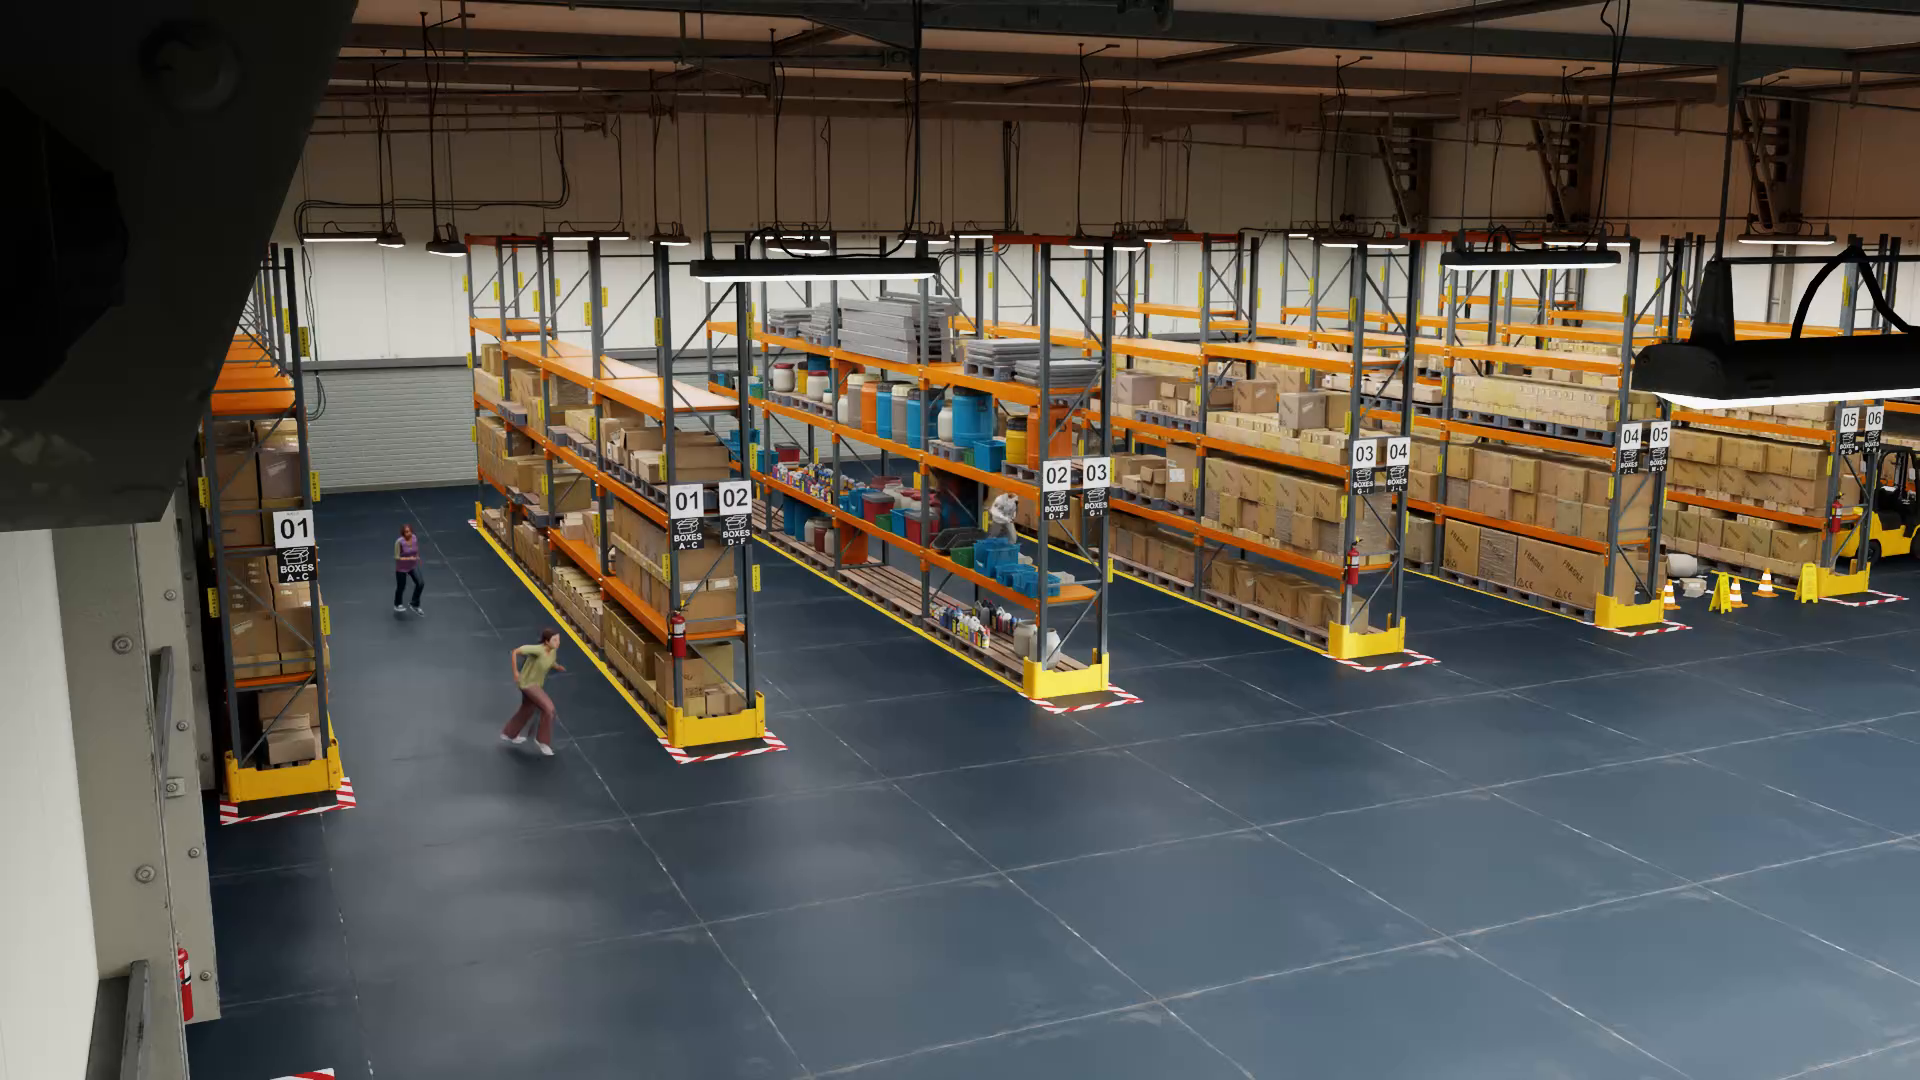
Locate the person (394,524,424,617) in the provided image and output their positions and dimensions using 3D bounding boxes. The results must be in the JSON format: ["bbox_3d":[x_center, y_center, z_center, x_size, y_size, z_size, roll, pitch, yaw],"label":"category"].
[{"bbox_3d":[-8.845,0.491,26.647,0.545,1.511,0.896,-10,15,-41],"label":"person"}]

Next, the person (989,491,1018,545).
[{"bbox_3d":[0.726,-0.269,29.293,0.659,1.598,0.953,-8,13,-35],"label":"person"}]

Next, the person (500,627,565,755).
[{"bbox_3d":[-5.139,1.800,19.857,0.940,1.602,0.622,5,12,23],"label":"person"}]
